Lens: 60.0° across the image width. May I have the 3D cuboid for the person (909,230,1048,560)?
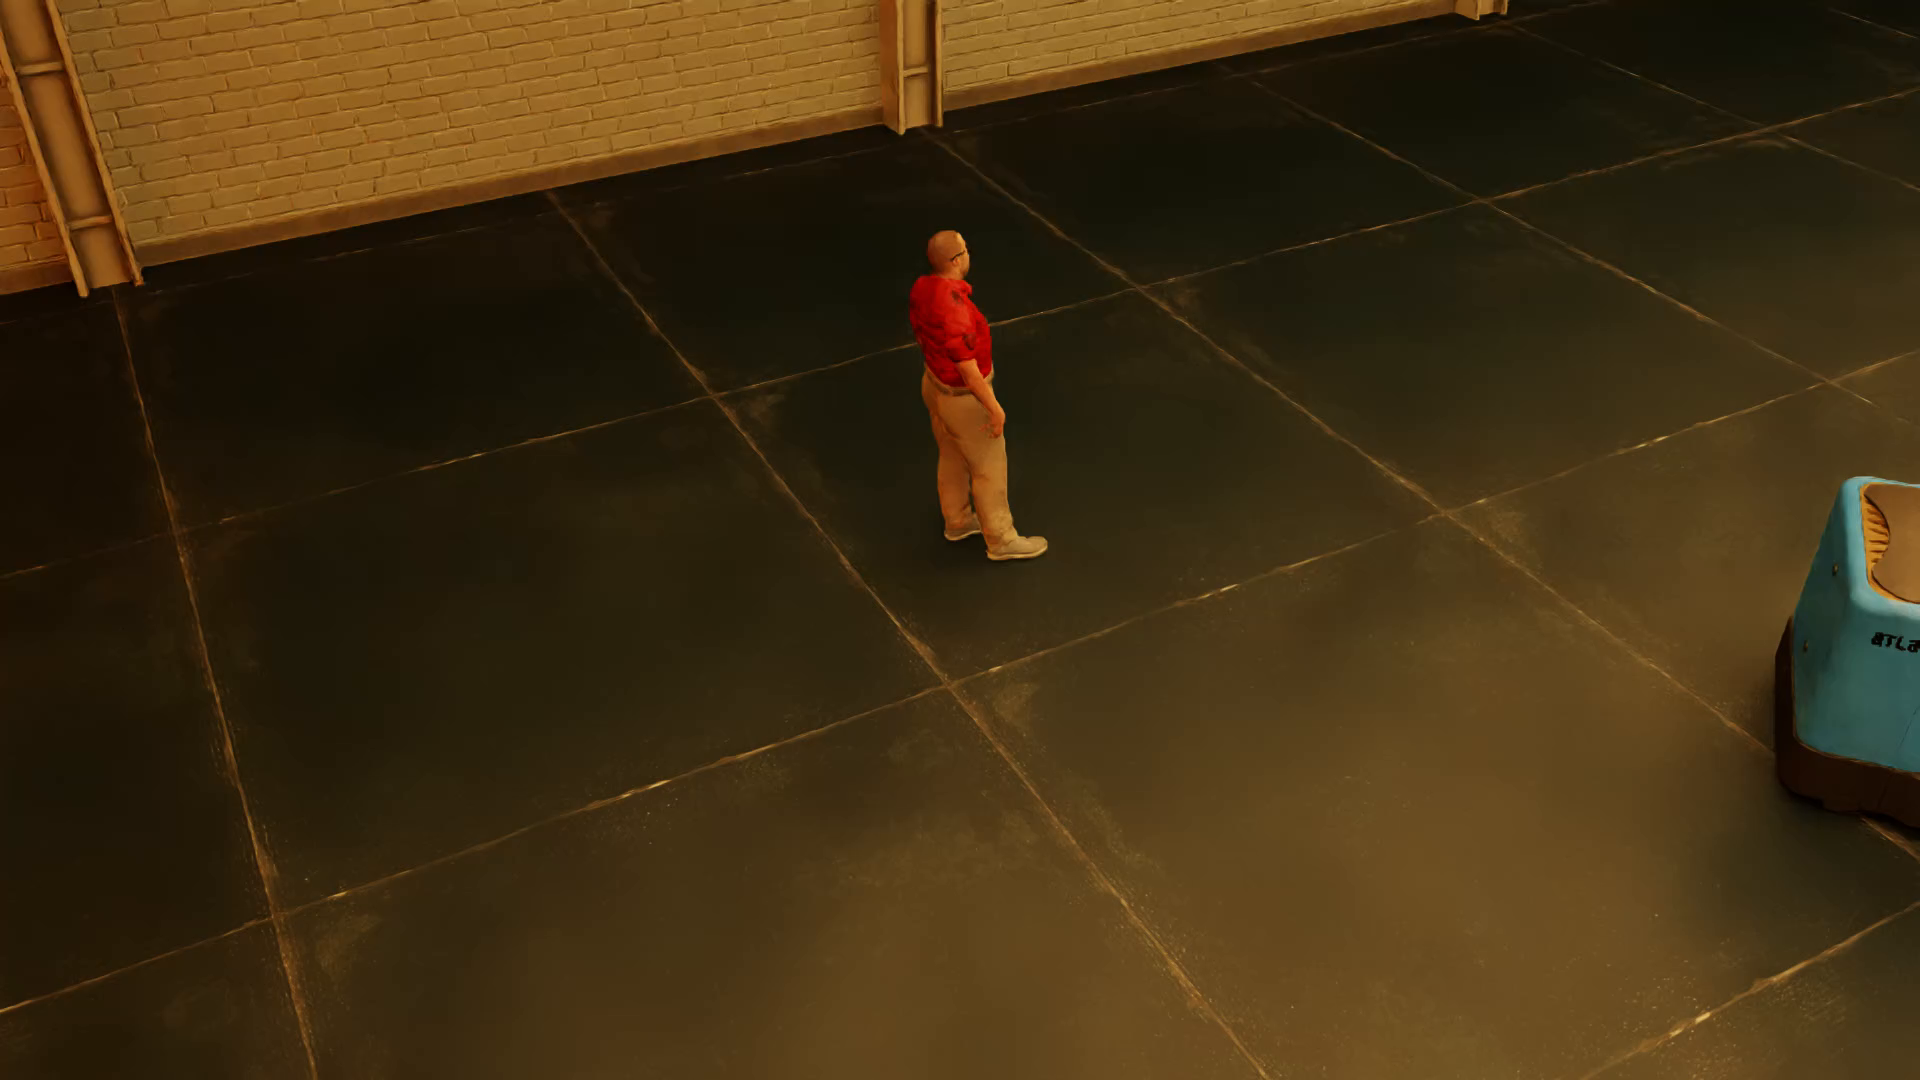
[{"bbox_3d":[0.085,-0.730,8.185,0.550,1.726,0.640,-17,39,-23],"label":"person"}]

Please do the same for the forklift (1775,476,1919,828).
[{"bbox_3d":[5.064,-0.048,6.190,3.031,2.935,1.130,13,37,17],"label":"forklift"}]
